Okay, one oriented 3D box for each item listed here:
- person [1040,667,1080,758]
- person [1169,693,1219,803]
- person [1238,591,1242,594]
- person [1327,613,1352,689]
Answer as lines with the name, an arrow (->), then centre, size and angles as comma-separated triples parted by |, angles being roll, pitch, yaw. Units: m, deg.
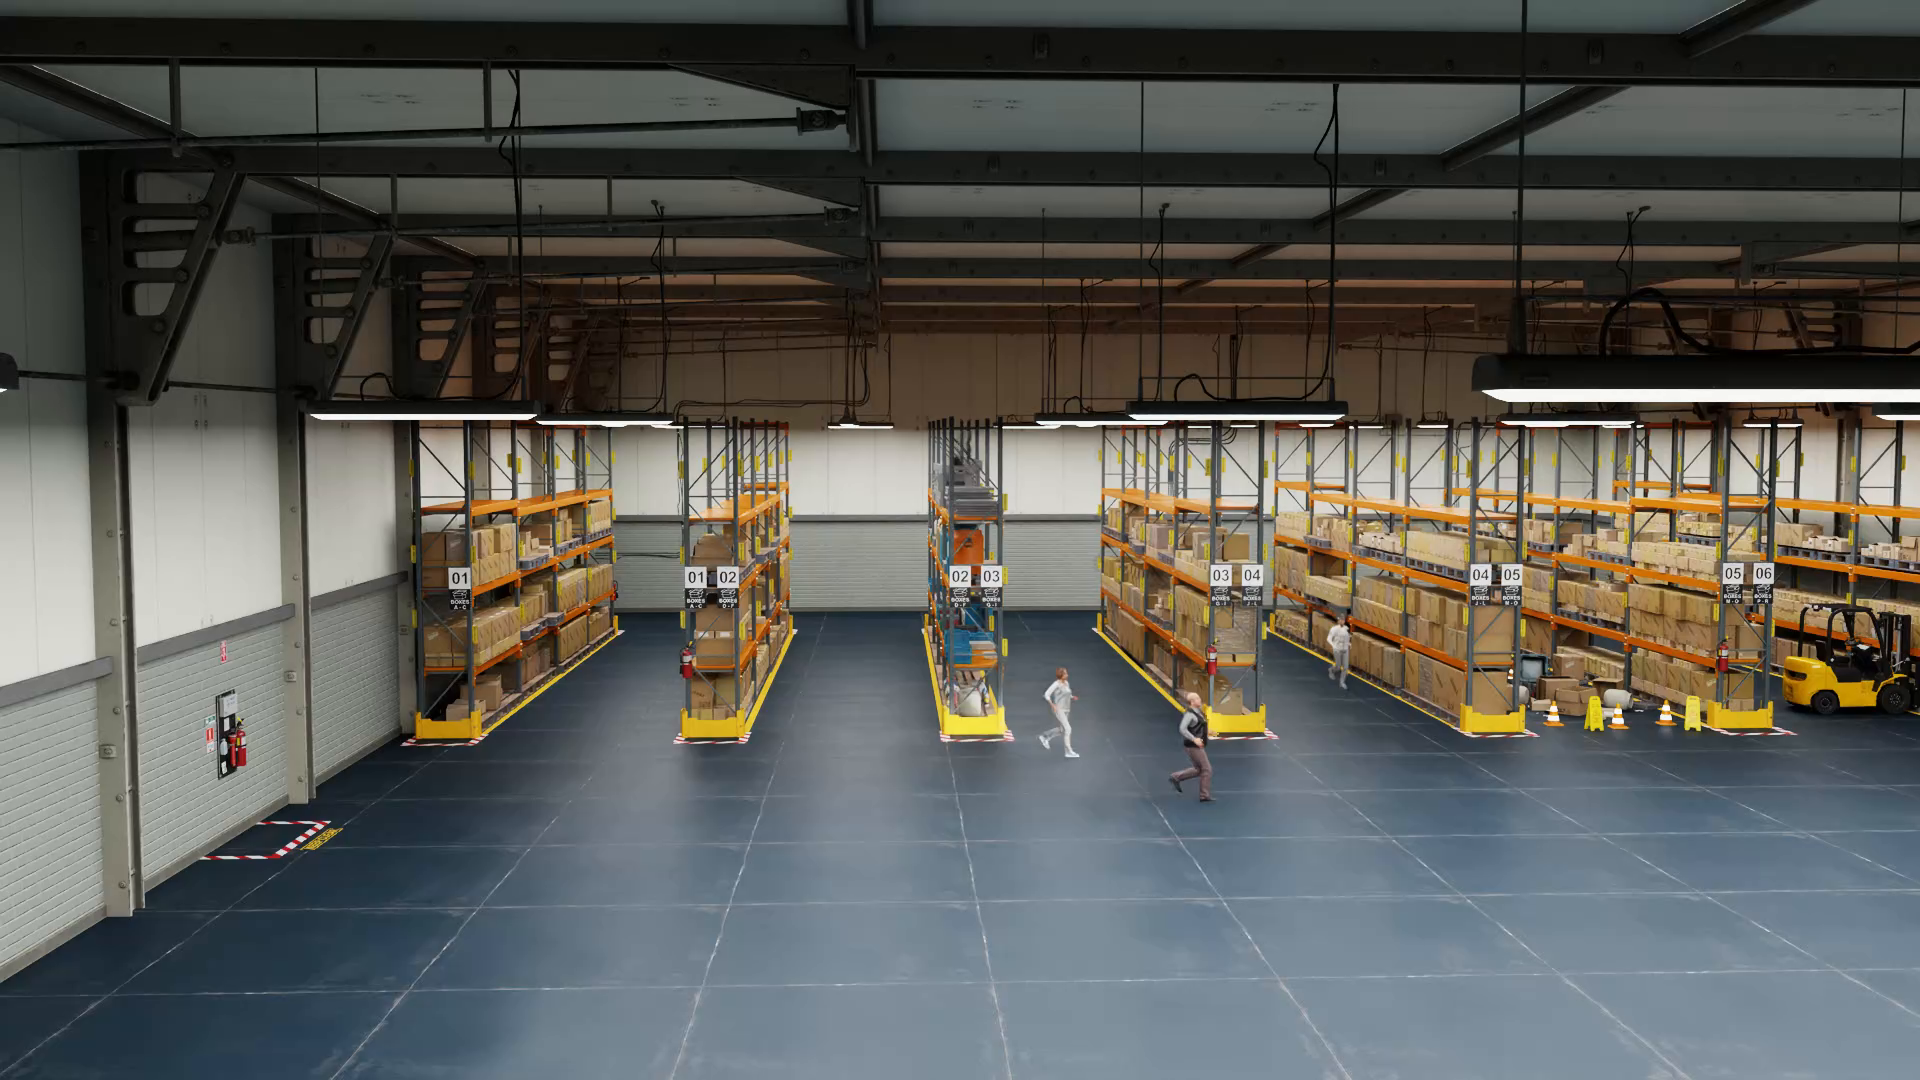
person -> 1.733, 3.015, 29.210 | 0.804, 1.576, 0.538 | 2, 4, 32
person -> 3.612, 3.201, 25.709 | 0.803, 1.689, 0.668 | 1, 4, 19
person -> 8.375, 1.698, 48.441 | 0.892, 1.772, 0.731 | -2, 4, -32
person -> 8.531, 2.471, 37.321 | 0.619, 1.676, 0.721 | -1, 4, -13
